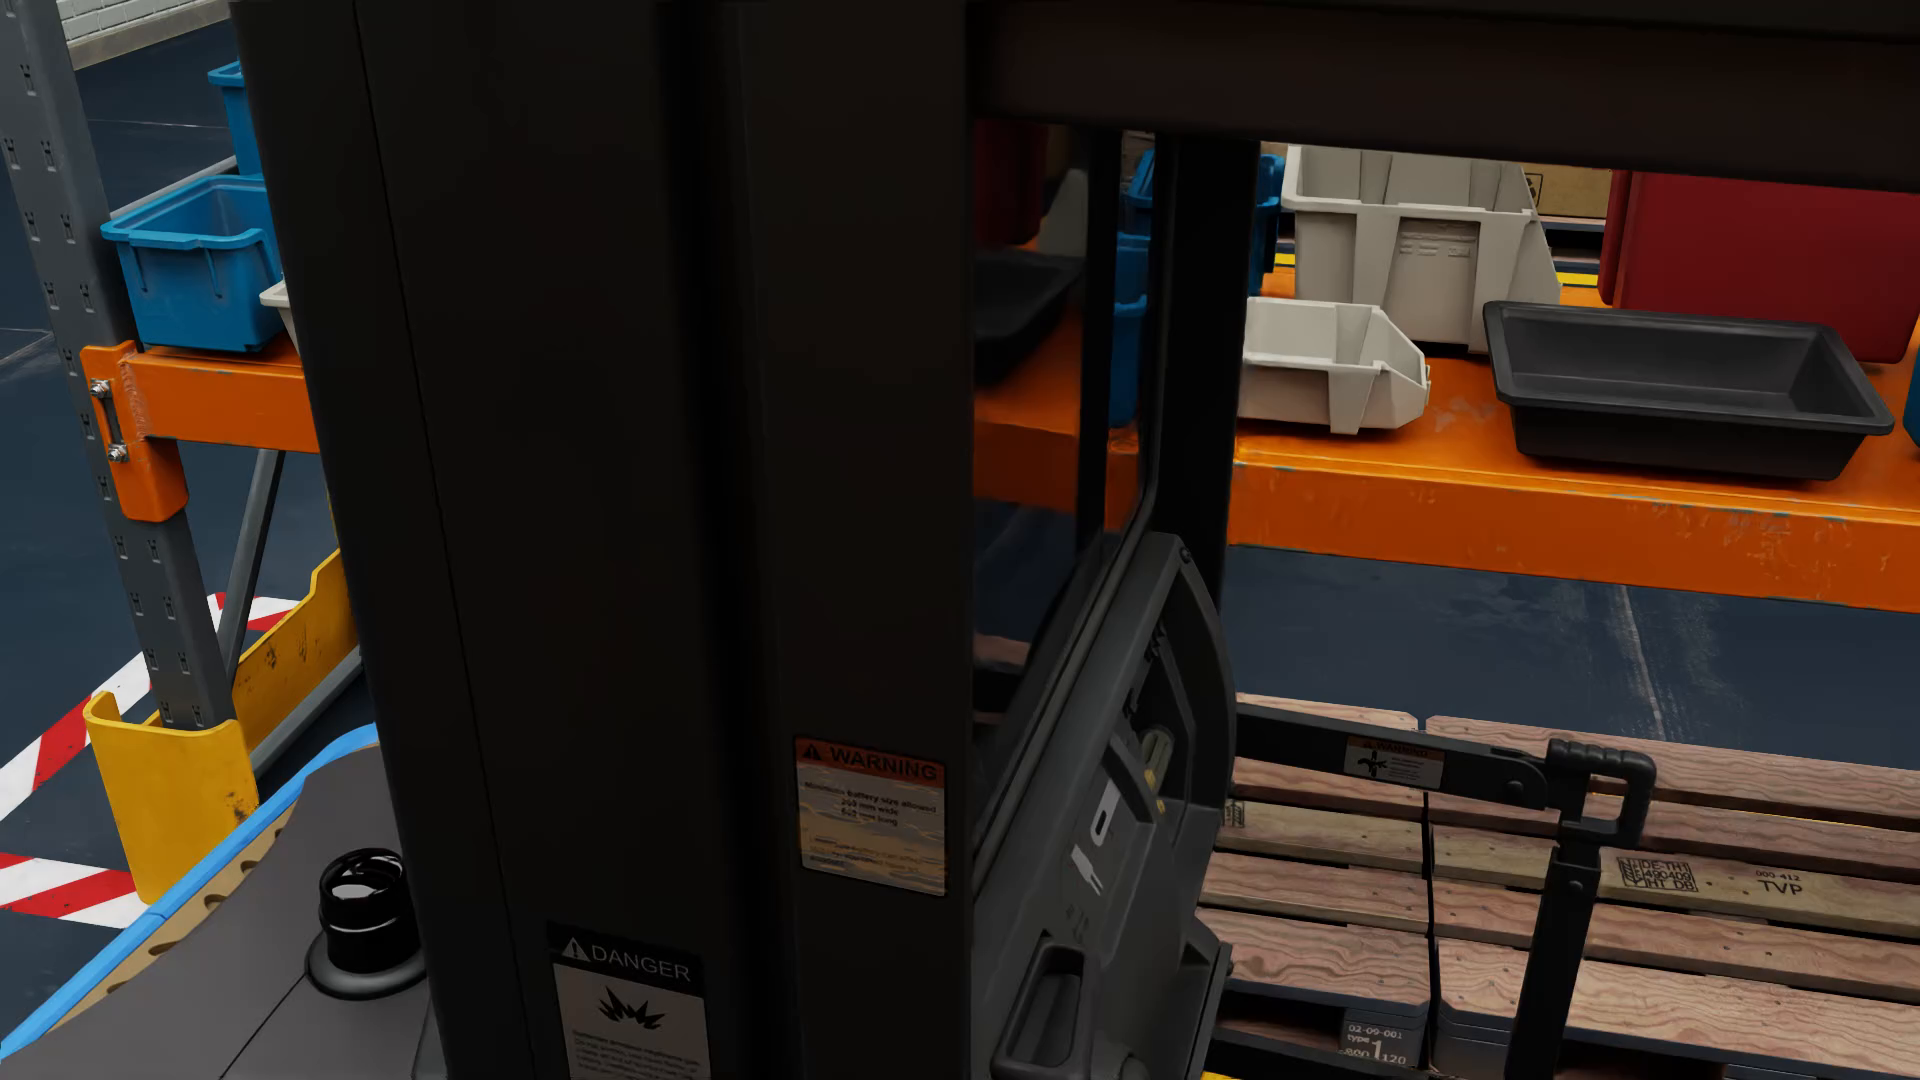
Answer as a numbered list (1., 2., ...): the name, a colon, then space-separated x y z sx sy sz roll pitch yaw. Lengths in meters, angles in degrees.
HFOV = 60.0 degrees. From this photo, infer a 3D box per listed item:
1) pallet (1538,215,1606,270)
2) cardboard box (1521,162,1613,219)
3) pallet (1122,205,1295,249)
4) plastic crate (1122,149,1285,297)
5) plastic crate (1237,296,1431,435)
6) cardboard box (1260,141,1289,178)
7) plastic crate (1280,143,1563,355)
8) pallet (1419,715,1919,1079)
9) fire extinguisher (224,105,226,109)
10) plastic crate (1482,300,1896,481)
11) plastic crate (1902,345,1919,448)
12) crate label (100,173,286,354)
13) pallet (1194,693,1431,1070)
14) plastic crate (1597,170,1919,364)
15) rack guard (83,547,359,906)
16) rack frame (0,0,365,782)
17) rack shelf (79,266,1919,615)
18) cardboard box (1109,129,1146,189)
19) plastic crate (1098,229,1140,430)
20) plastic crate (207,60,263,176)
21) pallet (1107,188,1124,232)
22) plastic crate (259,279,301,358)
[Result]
1. pallet: 2.650 -1.575 7.906 1.213 0.211 1.003 6 29 11
2. cardboard box: 2.748 -2.041 7.629 0.875 0.875 0.875 6 29 11
3. pallet: 1.453 -1.696 8.128 1.213 0.211 1.003 6 29 11
4. plastic crate: 0.493 -0.627 3.384 0.300 0.233 0.416 6 29 11
5. plastic crate: 0.577 -0.303 2.892 0.466 0.136 0.293 6 29 11
6. cardboard box: 1.868 -2.131 7.794 0.875 0.875 0.875 6 29 11
7. plastic crate: 0.888 -0.573 3.233 0.530 0.282 0.437 6 29 11
8. pallet: 1.616 0.809 3.553 1.213 0.211 1.003 6 29 11
9. fire extinguisher: -1.622 -0.791 4.040 0.183 0.674 0.296 6 29 11
10. plastic crate: 1.192 -0.250 2.808 0.590 0.125 0.437 6 29 11
11. plastic crate: 1.815 -0.265 2.564 0.575 0.384 0.392 6 29 11
12. crate label: -1.396 -0.533 3.212 0.303 0.233 0.416 6 29 11
13. pallet: 0.419 0.688 3.774 1.213 0.211 1.003 6 29 11
14. plastic crate: 1.522 -0.620 3.130 0.583 0.464 0.402 6 29 11
15. rack guard: -1.595 0.340 4.108 0.348 0.500 1.175 6 29 11
16. rack frame: -1.569 -0.760 3.514 0.127 3.000 1.000 6 29 11
17. rack shelf: 0.387 -0.244 3.321 4.000 0.370 1.077 6 29 11
18. cardboard box: 0.998 -2.220 7.957 0.875 0.875 0.875 6 29 11
19. plastic crate: 0.185 -0.371 2.916 0.300 0.233 0.416 6 29 11
20. plastic crate: -1.203 -0.856 3.590 0.499 0.435 0.616 6 29 11
21. pallet: 0.264 -1.819 8.353 1.213 0.211 1.003 6 29 11
22. plastic crate: -1.100 -0.420 3.106 0.298 0.136 0.250 6 29 11
